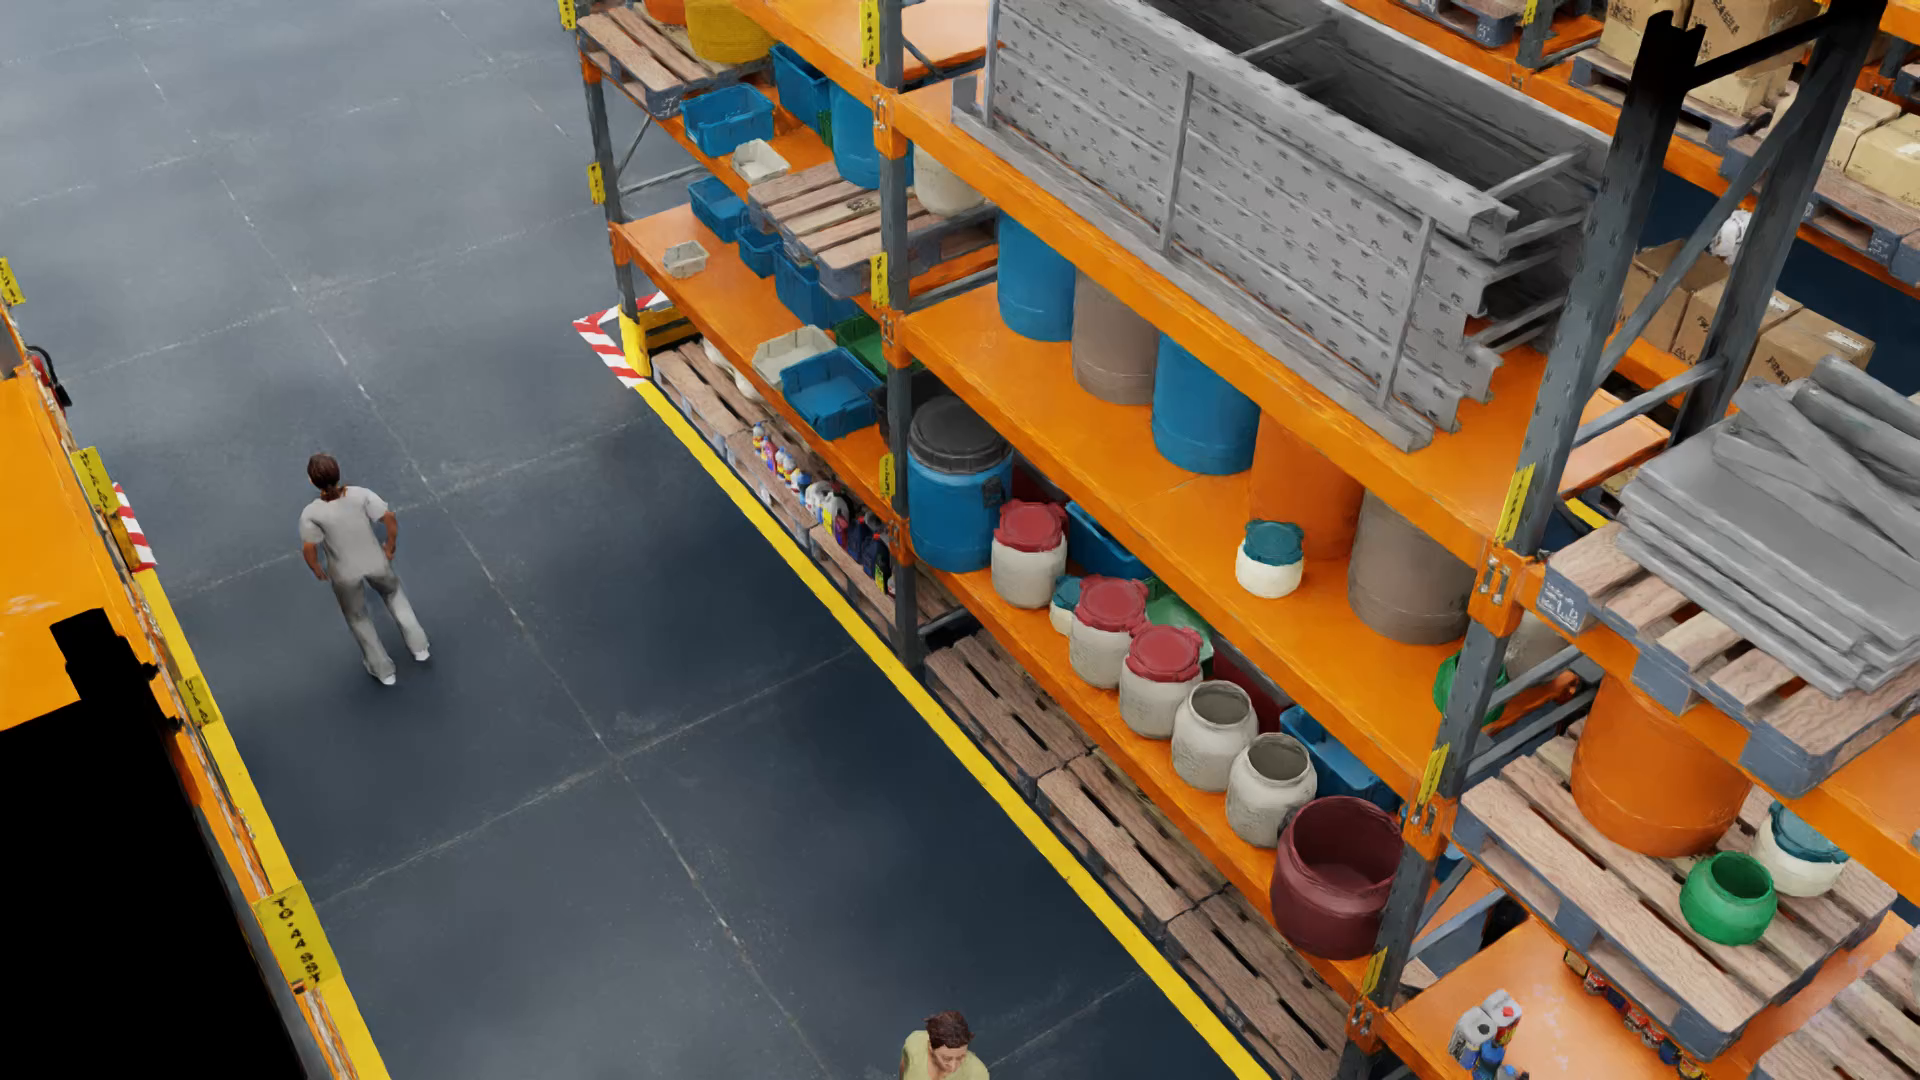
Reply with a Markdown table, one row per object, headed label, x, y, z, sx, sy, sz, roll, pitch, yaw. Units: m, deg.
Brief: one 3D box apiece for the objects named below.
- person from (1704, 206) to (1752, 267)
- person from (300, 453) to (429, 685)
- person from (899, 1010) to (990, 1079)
| label | x | y | z | sx | sy | sz | roll | pitch | yaw |
| --- | --- | --- | --- | --- | --- | --- | --- | --- | --- |
| person | 5.886 | -1.997 | 12.742 | 0.592 | 1.629 | 0.526 | -26 | 49 | -26 |
| person | -3.744 | 0.172 | 10.391 | 0.580 | 1.618 | 0.507 | -26 | 49 | -26 |
| person | -0.102 | 2.646 | 7.653 | 0.503 | 1.670 | 0.432 | 20 | 46 | 21 |
